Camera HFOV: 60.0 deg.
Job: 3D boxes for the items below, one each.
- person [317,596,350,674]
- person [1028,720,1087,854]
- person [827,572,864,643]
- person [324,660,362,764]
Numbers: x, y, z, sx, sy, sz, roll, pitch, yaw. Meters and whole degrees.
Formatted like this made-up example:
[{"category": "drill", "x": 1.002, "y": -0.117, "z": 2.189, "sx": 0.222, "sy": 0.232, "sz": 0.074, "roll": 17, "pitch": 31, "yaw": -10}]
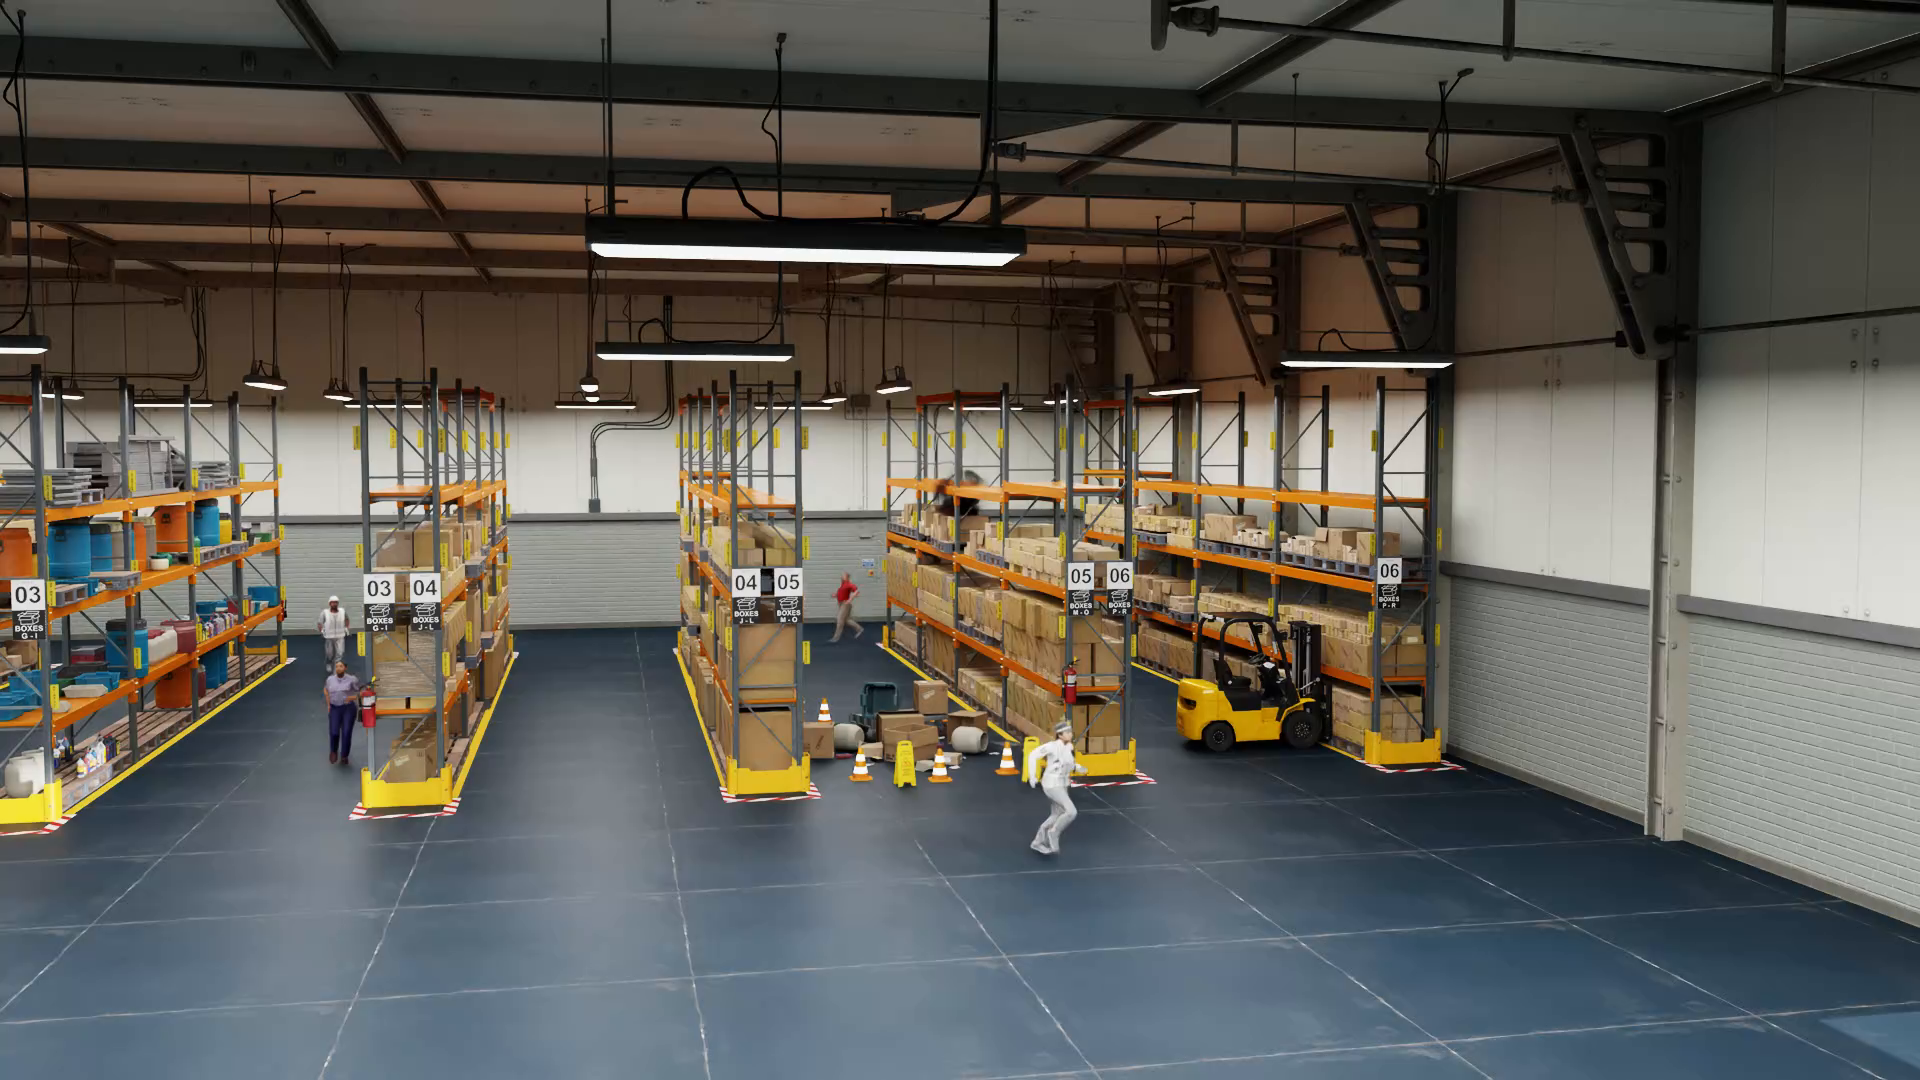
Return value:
[{"category": "person", "x": -13.142, "y": 2.055, "z": 34.927, "sx": 0.657, "sy": 1.776, "sz": 0.876, "roll": -2, "pitch": 4, "yaw": -27}, {"category": "person", "x": 1.181, "y": 2.970, "z": 19.951, "sx": 0.732, "sy": 1.642, "sz": 0.645, "roll": 3, "pitch": 4, "yaw": 37}, {"category": "person", "x": -2.839, "y": 1.671, "z": 41.365, "sx": 0.972, "sy": 1.725, "sz": 0.662, "roll": -1, "pitch": 4, "yaw": -17}, {"category": "person", "x": -9.552, "y": 2.661, "z": 25.698, "sx": 0.573, "sy": 1.615, "sz": 0.601, "roll": -1, "pitch": 4, "yaw": -14}]
